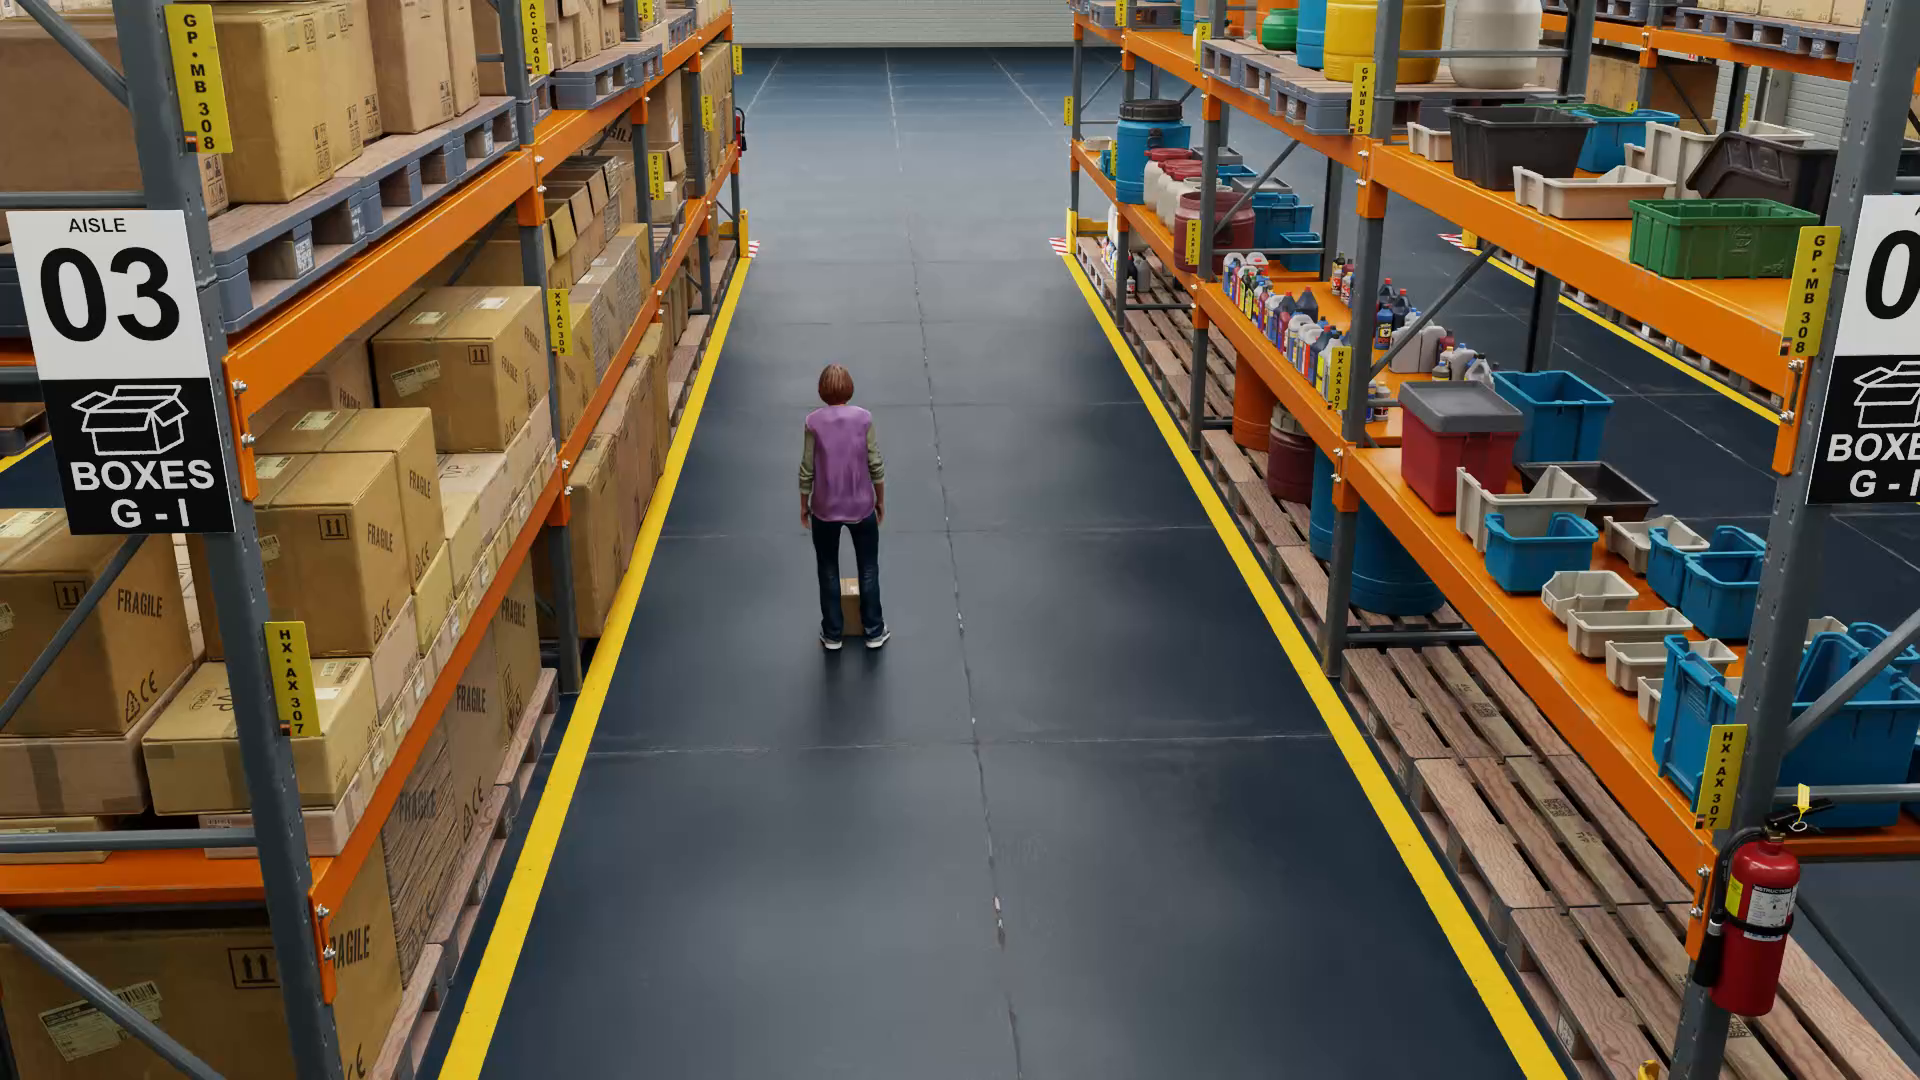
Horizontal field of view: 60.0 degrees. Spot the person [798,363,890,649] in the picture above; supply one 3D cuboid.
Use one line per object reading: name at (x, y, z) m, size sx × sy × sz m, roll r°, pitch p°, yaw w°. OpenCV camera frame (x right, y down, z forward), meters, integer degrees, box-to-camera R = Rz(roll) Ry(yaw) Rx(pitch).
person at (-0.630, -0.164, 9.027) m, size 0.485 × 1.593 × 0.342 m, roll -2°, pitch 21°, yaw -6°
